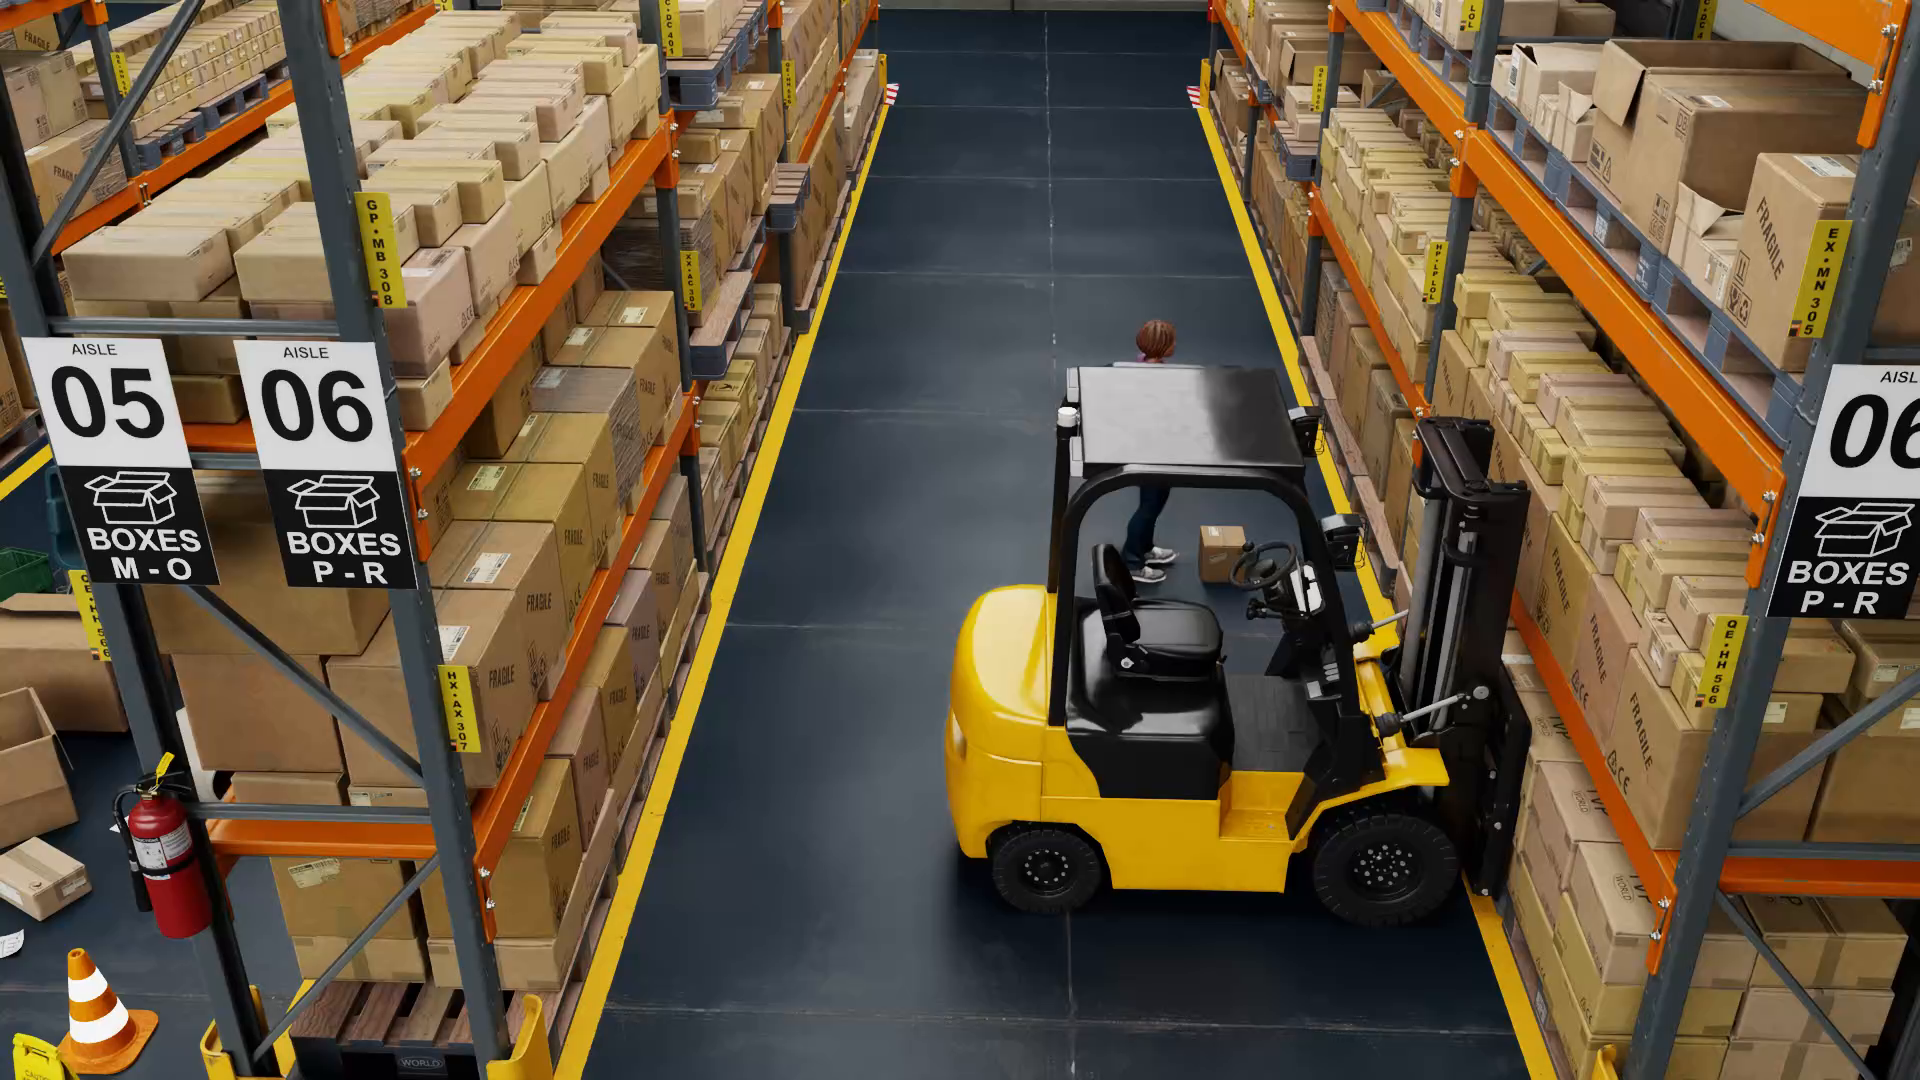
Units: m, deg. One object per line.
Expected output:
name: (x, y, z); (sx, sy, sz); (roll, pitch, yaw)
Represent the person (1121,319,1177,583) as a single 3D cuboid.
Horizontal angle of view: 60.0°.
person: (1.116, -0.523, 9.610); (0.350, 1.598, 0.405); (2, 28, 3)
